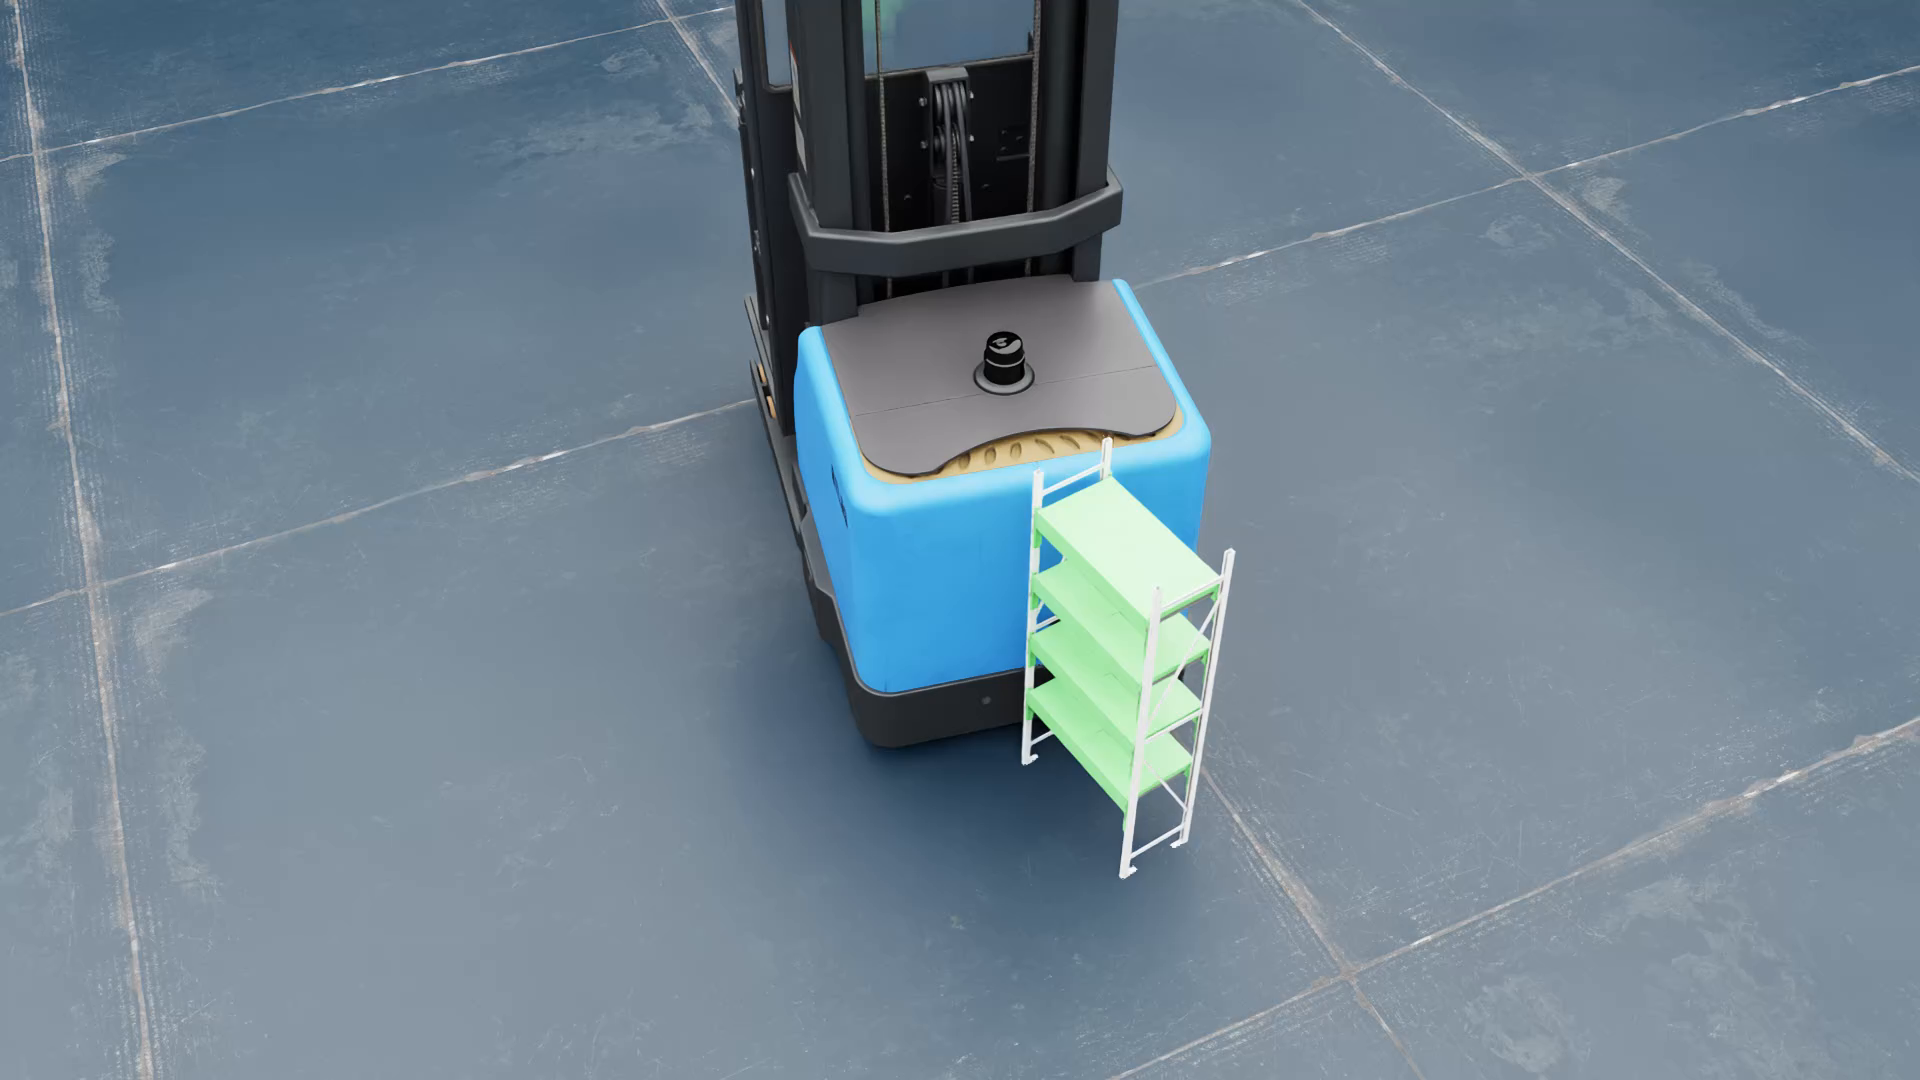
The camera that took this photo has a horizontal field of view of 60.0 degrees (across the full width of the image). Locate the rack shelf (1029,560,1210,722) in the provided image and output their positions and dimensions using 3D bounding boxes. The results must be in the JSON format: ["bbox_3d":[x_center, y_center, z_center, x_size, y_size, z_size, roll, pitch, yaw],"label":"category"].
[{"bbox_3d":[0.426,0.228,4.412,0.258,0.148,0.480,-25,50,-23],"label":"rack shelf"}]

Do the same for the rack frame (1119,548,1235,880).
[{"bbox_3d":[0.561,0.497,4.392,0.240,1.200,0.015,-25,50,-23],"label":"rack frame"}]

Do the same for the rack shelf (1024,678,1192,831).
[{"bbox_3d":[0.426,0.569,4.750,0.258,0.148,0.480,-25,50,-23],"label":"rack shelf"}]

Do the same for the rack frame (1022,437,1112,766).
[{"bbox_3d":[0.291,0.210,4.681,0.240,1.200,0.015,-25,50,-23],"label":"rack frame"}]

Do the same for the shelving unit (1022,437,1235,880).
[{"bbox_3d":[0.426,0.353,4.536,0.258,1.200,0.503,-25,50,-23],"label":"shelving unit"}]

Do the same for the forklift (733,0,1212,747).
[{"bbox_3d":[-0.158,-1.472,5.155,1.130,2.935,3.031,-10,46,-10],"label":"forklift"}]

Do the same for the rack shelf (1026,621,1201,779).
[{"bbox_3d":[0.426,0.399,4.581,0.258,0.148,0.480,-25,50,-23],"label":"rack shelf"}]

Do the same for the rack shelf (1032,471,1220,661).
[{"bbox_3d":[0.425,0.058,4.243,0.258,0.148,0.480,-25,50,-23],"label":"rack shelf"}]
